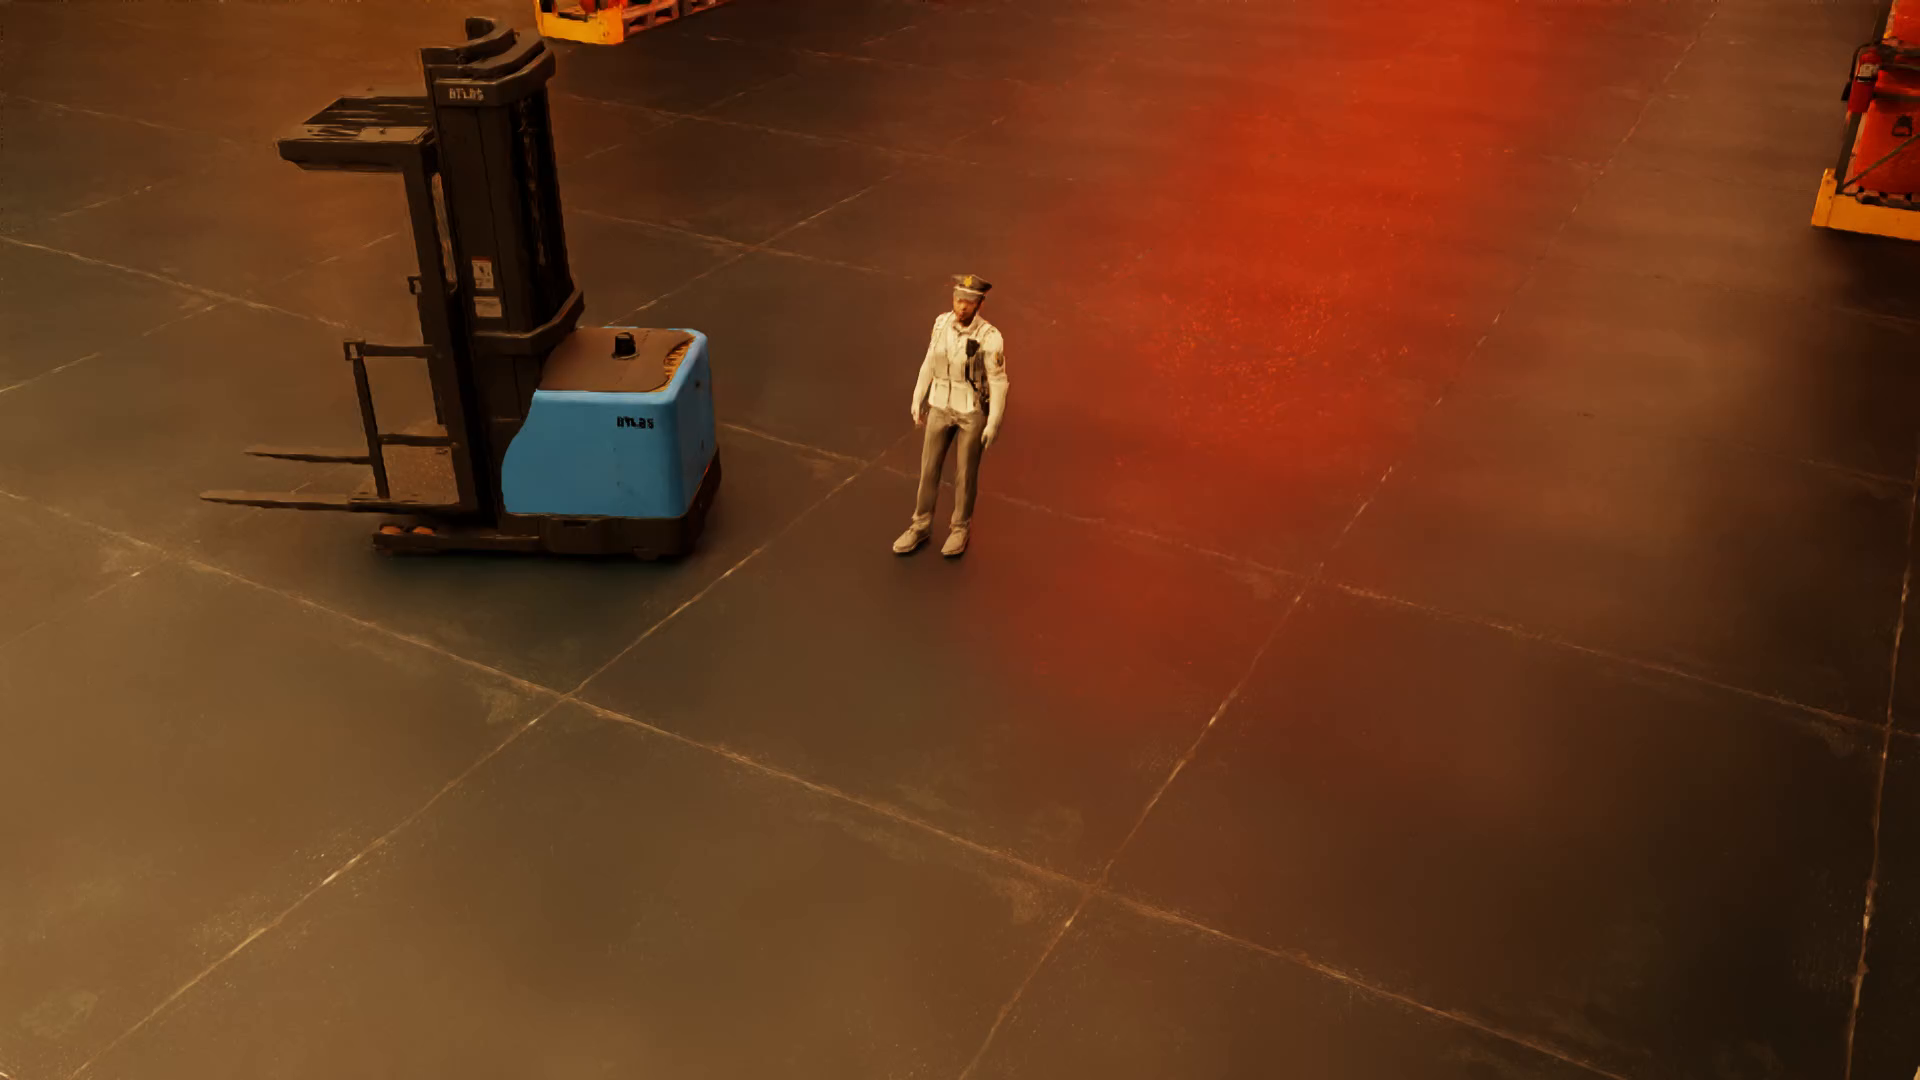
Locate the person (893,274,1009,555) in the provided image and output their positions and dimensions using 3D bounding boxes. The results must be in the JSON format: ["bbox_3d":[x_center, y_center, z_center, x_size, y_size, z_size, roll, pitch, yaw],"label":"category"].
[{"bbox_3d":[-0.039,-0.712,9.527,0.586,1.695,0.533,15,33,25],"label":"person"}]

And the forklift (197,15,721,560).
[{"bbox_3d":[-3.055,-1.439,9.563,3.031,2.935,1.130,2,30,4],"label":"forklift"}]
